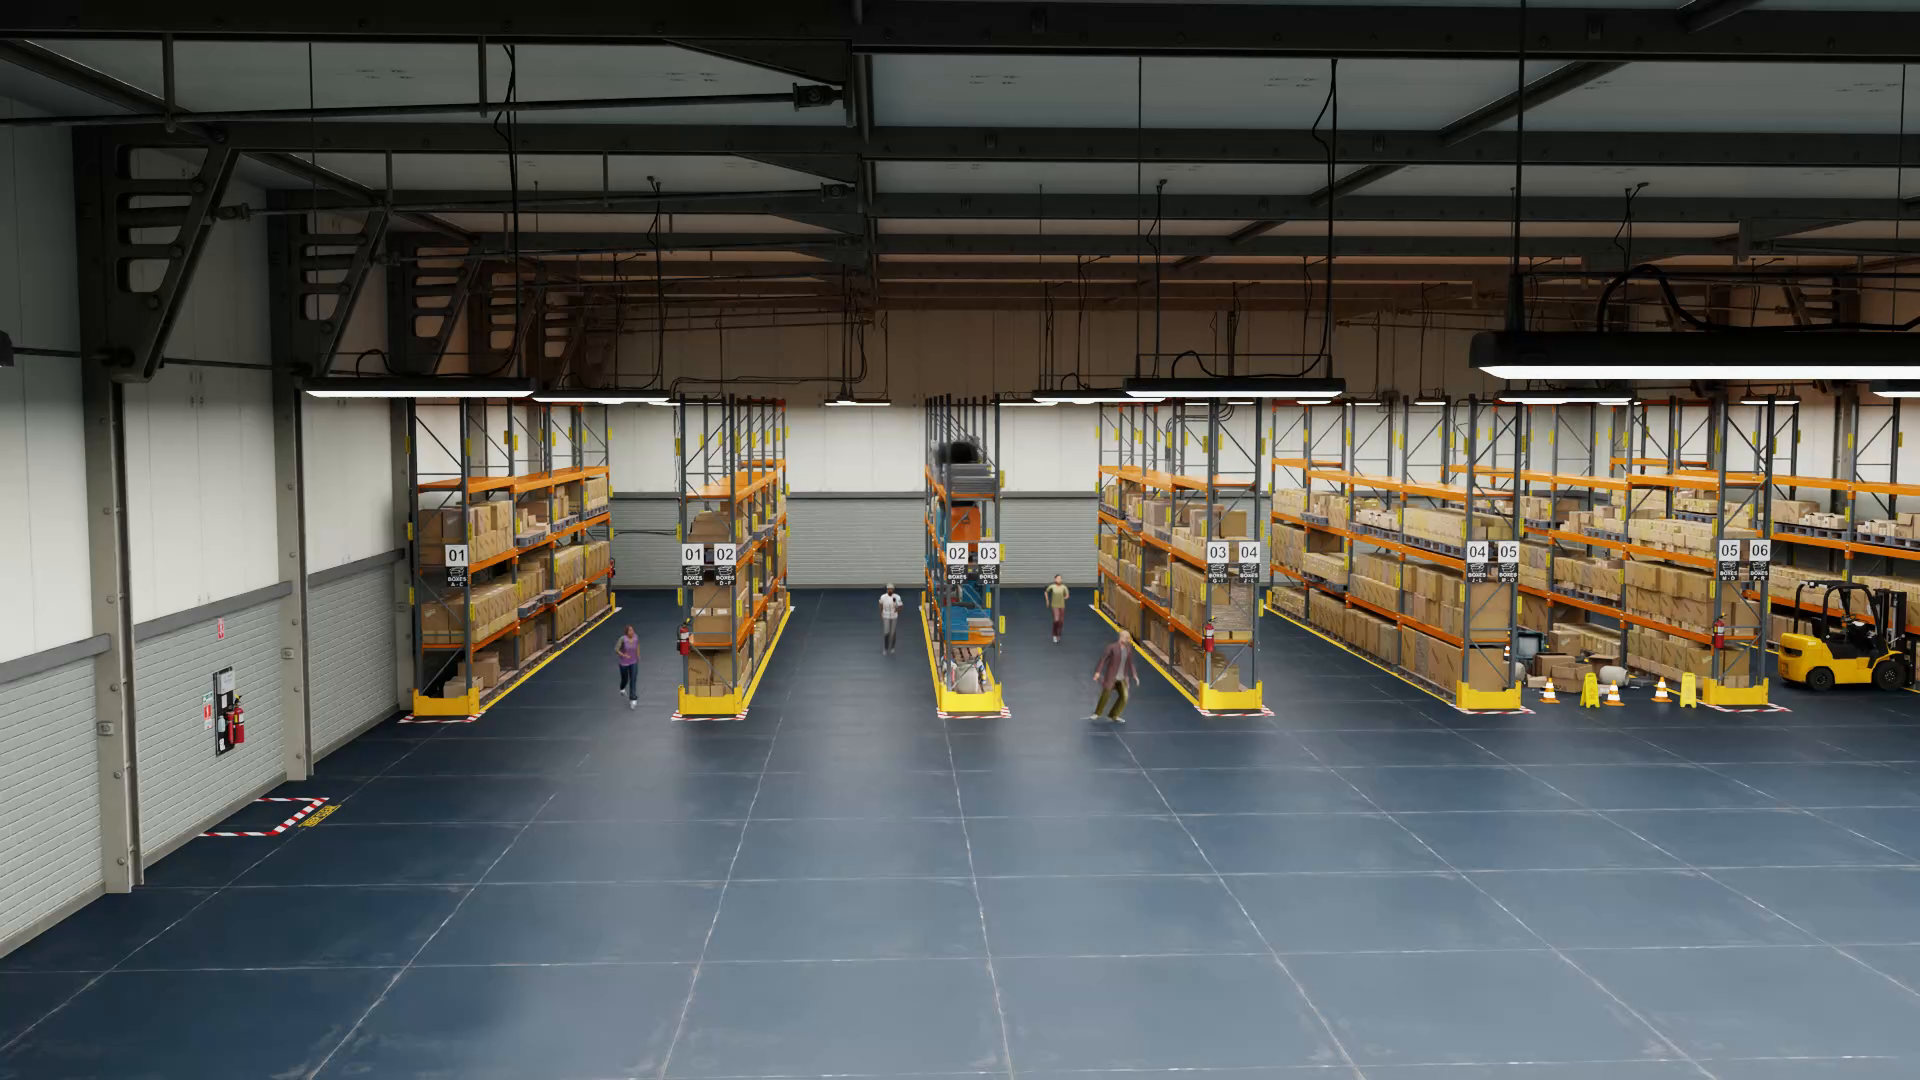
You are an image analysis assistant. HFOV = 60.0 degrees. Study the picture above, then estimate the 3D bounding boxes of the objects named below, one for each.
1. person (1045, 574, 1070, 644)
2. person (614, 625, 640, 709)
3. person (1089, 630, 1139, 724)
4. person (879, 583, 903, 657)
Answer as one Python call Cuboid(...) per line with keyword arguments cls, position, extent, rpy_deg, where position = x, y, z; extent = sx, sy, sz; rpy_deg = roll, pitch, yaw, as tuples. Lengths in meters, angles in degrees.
Cuboid(cls="person", position=(2.400, 1.676, 40.682), extent=(0.547, 1.688, 0.689), rpy_deg=(-1, 5, -12))
Cuboid(cls="person", position=(-6.374, 2.387, 31.950), extent=(0.539, 1.561, 1.032), rpy_deg=(-2, 5, -22))
Cuboid(cls="person", position=(2.785, 2.475, 30.281), extent=(0.841, 1.705, 0.622), rpy_deg=(-2, 5, -26))
Cuboid(cls="person", position=(-1.598, 1.846, 38.544), extent=(0.576, 1.727, 0.725), rpy_deg=(0, 5, -2))
